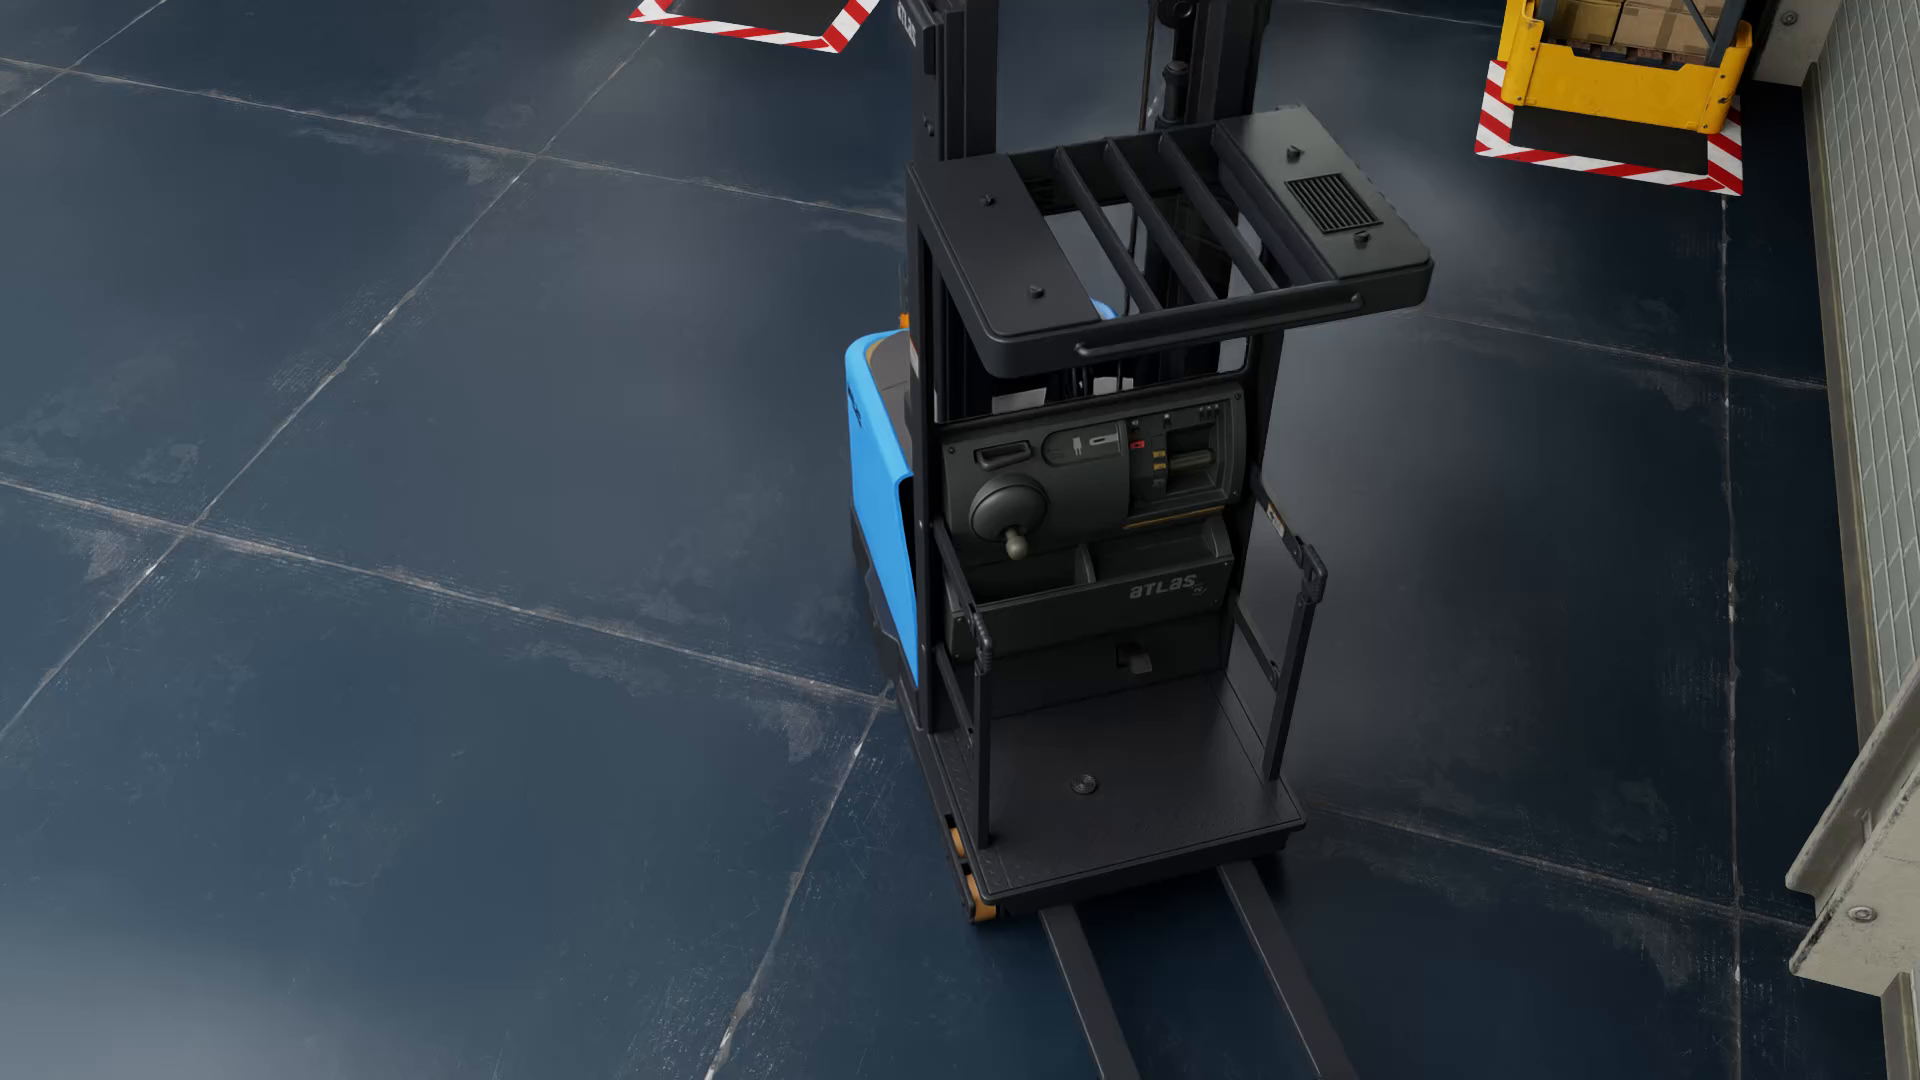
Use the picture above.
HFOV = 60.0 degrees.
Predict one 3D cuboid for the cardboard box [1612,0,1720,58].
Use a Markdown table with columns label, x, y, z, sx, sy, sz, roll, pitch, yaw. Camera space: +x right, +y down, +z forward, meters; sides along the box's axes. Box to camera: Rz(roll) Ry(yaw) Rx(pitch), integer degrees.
| label | x | y | z | sx | sy | sz | roll | pitch | yaw |
| --- | --- | --- | --- | --- | --- | --- | --- | --- | --- |
| cardboard box | 3.949 | -2.961 | 9.297 | 0.500 | 0.250 | 0.500 | 13 | 46 | 13 |

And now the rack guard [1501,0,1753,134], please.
| label | x | y | z | sx | sy | sz | roll | pitch | yaw |
| --- | --- | --- | --- | --- | --- | --- | --- | --- | --- |
| rack guard | 3.607 | -2.599 | 9.048 | 1.175 | 0.500 | 0.348 | 13 | 46 | 13 |

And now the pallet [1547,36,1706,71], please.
| label | x | y | z | sx | sy | sz | roll | pitch | yaw |
| --- | --- | --- | --- | --- | --- | --- | --- | --- | --- |
| pallet | 3.806 | -3.030 | 9.696 | 1.003 | 0.211 | 1.213 | 13 | 46 | 13 |

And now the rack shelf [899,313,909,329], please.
| label | x | y | z | sx | sy | sz | roll | pitch | yaw |
| --- | --- | --- | --- | --- | --- | --- | --- | --- | --- |
| rack shelf | -0.082 | -0.778 | 6.235 | 0.258 | 0.103 | 0.180 | -12 | 46 | -11 |

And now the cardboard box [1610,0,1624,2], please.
| label | x | y | z | sx | sy | sz | roll | pitch | yaw |
| --- | --- | --- | --- | --- | --- | --- | --- | --- | --- |
| cardboard box | 3.464 | -3.245 | 9.230 | 0.500 | 0.250 | 0.500 | 12 | 46 | 12 |

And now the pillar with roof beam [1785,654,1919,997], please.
| label | x | y | z | sx | sy | sz | roll | pitch | yaw |
| --- | --- | --- | --- | --- | --- | --- | --- | --- | --- |
| pillar with roof beam | -1.236 | -2.838 | 3.216 | 9.100 | 9.000 | 0.400 | 13 | 46 | 13 |

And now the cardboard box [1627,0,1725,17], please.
| label | x | y | z | sx | sy | sz | roll | pitch | yaw |
| --- | --- | --- | --- | --- | --- | --- | --- | --- | --- |
| cardboard box | 3.955 | -3.124 | 9.106 | 0.500 | 0.250 | 0.500 | 13 | 46 | 13 |

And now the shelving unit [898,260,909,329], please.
| label | x | y | z | sx | sy | sz | roll | pitch | yaw |
| --- | --- | --- | --- | --- | --- | --- | --- | --- | --- |
| shelving unit | -0.080 | -0.553 | 6.456 | 0.258 | 1.200 | 0.189 | -12 | 46 | -11 |

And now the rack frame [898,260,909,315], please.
| label | x | y | z | sx | sy | sz | roll | pitch | yaw |
| --- | --- | --- | --- | --- | --- | --- | --- | --- | --- |
| rack frame | -0.105 | -0.614 | 6.519 | 0.240 | 1.200 | 0.006 | -12 | 46 | -11 |

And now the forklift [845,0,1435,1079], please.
| label | x | y | z | sx | sy | sz | roll | pitch | yaw |
| --- | --- | --- | --- | --- | --- | --- | --- | --- | --- |
| forklift | 0.467 | -0.107 | 4.764 | 1.130 | 2.935 | 3.031 | -11 | 45 | -11 |

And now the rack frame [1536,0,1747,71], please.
| label | x | y | z | sx | sy | sz | roll | pitch | yaw |
| --- | --- | --- | --- | --- | --- | --- | --- | --- | --- |
| rack frame | 3.614 | -3.508 | 8.190 | 1.000 | 3.000 | 0.127 | 13 | 46 | 13 |

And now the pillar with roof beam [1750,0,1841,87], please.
| label | x | y | z | sx | sy | sz | roll | pitch | yaw |
| --- | --- | --- | --- | --- | --- | --- | --- | --- | --- |
| pillar with roof beam | 0.581 | -6.837 | 7.303 | 9.100 | 9.000 | 0.400 | 13 | 46 | 13 |

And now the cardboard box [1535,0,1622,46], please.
| label | x | y | z | sx | sy | sz | roll | pitch | yaw |
| --- | --- | --- | --- | --- | --- | --- | --- | --- | --- |
| cardboard box | 3.456 | -3.056 | 9.394 | 0.500 | 0.250 | 0.500 | 13 | 46 | 13 |
